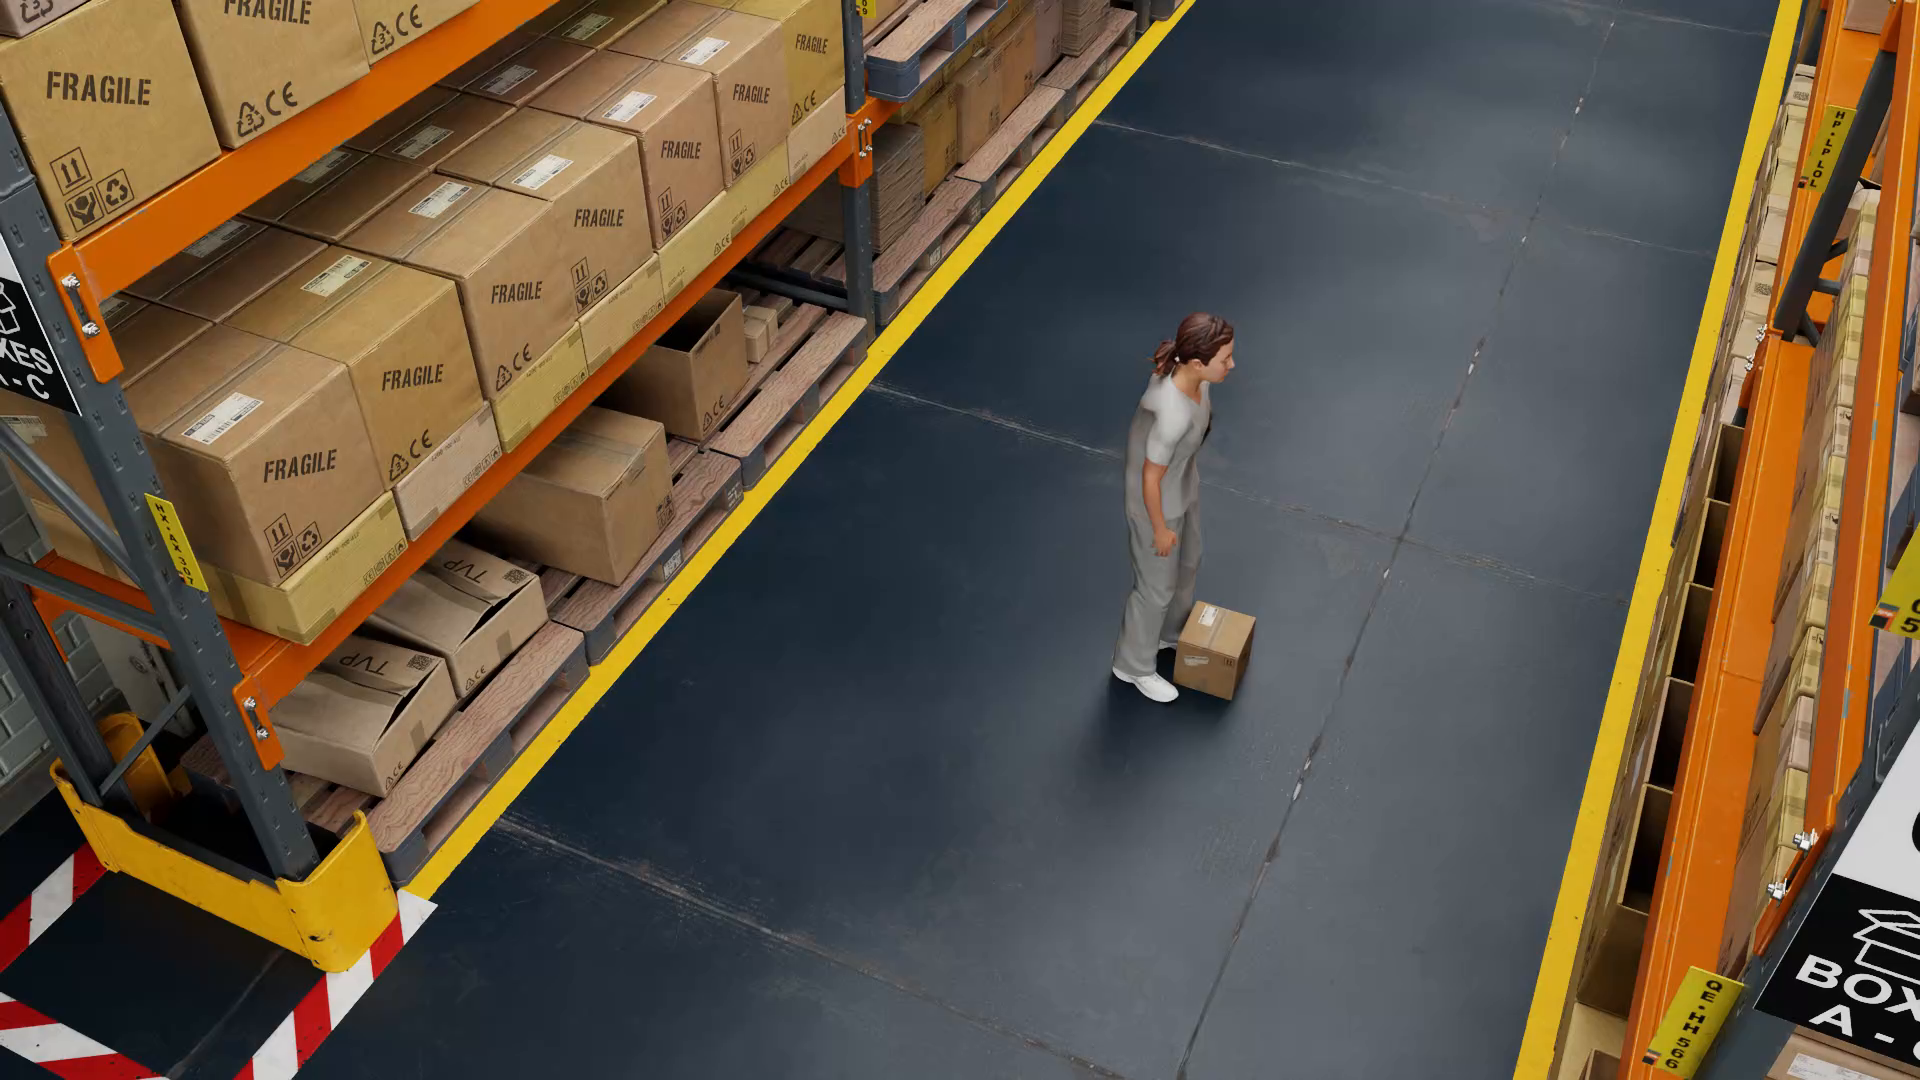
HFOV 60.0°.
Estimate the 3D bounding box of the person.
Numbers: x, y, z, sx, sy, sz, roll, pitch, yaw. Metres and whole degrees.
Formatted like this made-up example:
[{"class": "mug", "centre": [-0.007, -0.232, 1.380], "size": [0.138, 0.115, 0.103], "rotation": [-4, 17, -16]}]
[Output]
[{"class": "person", "centre": [0.826, -0.141, 6.318], "size": [0.416, 1.671, 0.514], "rotation": [15, 44, 16]}]
